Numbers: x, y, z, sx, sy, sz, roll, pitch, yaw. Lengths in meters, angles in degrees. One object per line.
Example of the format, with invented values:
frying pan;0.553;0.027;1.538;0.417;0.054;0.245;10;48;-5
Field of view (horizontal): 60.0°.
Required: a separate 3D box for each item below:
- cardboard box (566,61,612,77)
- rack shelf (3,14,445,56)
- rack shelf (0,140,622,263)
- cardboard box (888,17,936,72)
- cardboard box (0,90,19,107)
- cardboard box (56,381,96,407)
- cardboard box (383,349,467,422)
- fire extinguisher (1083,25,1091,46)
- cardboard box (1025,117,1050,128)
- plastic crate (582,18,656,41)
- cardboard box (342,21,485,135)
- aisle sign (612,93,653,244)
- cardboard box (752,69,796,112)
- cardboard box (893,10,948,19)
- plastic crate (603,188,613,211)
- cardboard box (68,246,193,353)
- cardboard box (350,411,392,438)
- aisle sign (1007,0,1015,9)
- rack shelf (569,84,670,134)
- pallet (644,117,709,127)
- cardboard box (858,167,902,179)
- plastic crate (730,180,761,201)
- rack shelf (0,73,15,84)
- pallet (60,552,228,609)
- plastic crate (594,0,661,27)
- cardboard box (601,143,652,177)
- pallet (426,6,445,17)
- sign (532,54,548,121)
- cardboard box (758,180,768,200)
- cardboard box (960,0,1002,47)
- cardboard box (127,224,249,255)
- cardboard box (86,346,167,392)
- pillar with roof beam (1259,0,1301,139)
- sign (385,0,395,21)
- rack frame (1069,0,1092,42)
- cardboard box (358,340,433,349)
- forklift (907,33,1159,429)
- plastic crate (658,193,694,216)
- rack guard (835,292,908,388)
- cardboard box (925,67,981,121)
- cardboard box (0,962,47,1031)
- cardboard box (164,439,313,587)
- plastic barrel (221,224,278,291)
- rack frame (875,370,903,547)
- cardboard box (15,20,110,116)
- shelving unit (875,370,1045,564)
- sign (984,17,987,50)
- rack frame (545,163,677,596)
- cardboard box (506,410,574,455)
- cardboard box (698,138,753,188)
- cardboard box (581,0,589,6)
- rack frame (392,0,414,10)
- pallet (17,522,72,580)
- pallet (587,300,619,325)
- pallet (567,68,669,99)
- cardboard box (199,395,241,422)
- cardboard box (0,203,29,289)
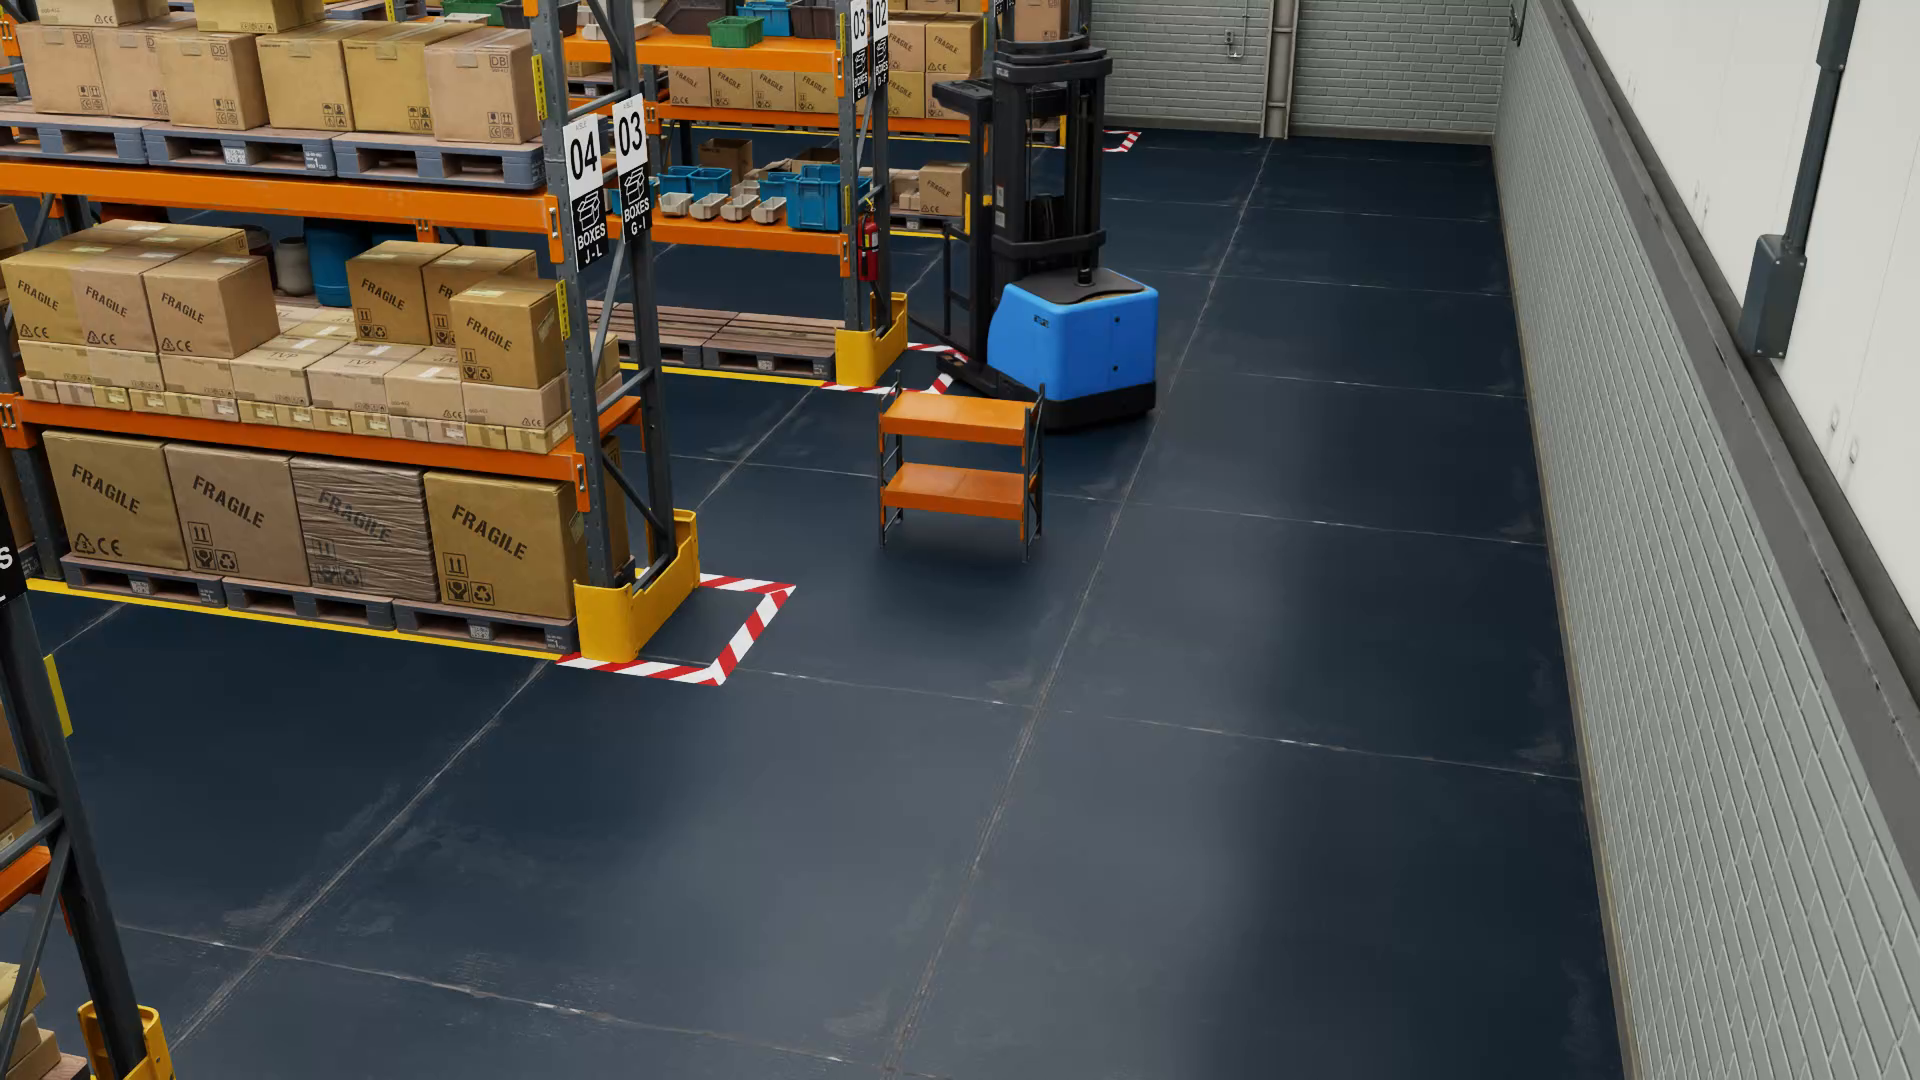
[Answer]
cardboard box;-4.529;-5.842;19.809;0.500;0.500;0.700;11;27;21
rack shelf;-6.618;-4.599;15.149;4.000;0.370;1.077;6;26;13
rack shelf;-3.978;-2.108;9.918;4.000;0.370;1.077;6;26;13
cardboard box;-0.559;-5.472;18.356;0.500;0.500;0.500;7;26;14
cardboard box;-12.177;-5.577;21.694;0.500;0.500;0.500;6;26;13
cardboard box;-5.457;-0.981;10.496;0.250;0.149;0.380;5;26;11
cardboard box;-3.067;-0.927;9.918;0.500;0.250;0.500;6;26;12
fire extinguisher;1.692;-6.640;22.612;0.183;0.674;0.296;6;26;13
cardboard box;0.958;-6.145;23.470;0.500;0.500;0.700;6;26;13
plastic crate;-2.870;-4.280;13.949;0.530;0.136;0.437;6;26;13
cardboard box;-3.072;-2.643;9.482;0.500;0.500;0.700;5;26;11
aisle sign;-1.896;-2.156;9.646;0.004;0.787;0.394;6;26;13
cardboard box;-2.037;-5.186;18.918;0.500;0.500;0.500;6;26;13
cardboard box;-0.442;-5.695;18.825;0.500;0.500;0.500;7;26;14
plastic crate;-3.248;-3.088;14.697;0.530;0.282;0.437;6;26;13
cardboard box;-5.039;-1.484;10.216;0.500;0.500;0.500;6;26;13
cardboard box;-3.457;-0.761;10.033;0.250;0.149;0.380;6;26;12
aisle sign;0.569;-6.277;18.303;0.004;0.787;0.394;6;26;13
rack shelf;-5.381;-5.306;20.124;4.000;0.370;1.077;6;26;13
pallet;-4.165;-6.401;24.832;1.213;0.211;1.003;6;26;13
cardboard box;-0.994;-4.229;19.712;0.500;0.250;0.500;6;26;13
plastic crate;-1.911;-3.140;14.974;0.298;0.136;0.250;6;26;13
rack shelf;-13.129;-6.162;21.923;4.000;0.370;1.077;6;26;13
pallet;-5.198;0.080;11.218;1.213;0.211;1.003;6;26;13
plastic crate;-2.877;-4.593;14.438;0.530;0.282;0.437;6;26;13
cardboard box;-3.993;-4.420;19.823;0.500;0.500;0.500;6;26;13
pallet;-8.015;-8.016;25.202;1.213;0.211;1.003;6;26;13
sign;-2.189;-2.359;8.669;0.005;0.325;0.100;6;26;13
cardboard box;-2.251;-4.113;19.565;0.250;0.166;0.380;6;26;13
cardboard box;0.457;-7.310;23.148;0.700;0.700;0.980;6;26;13
cardboard box;-4.919;-1.705;10.679;0.500;0.500;0.500;7;26;14
cardboard box;-5.044;-1.145;10.375;0.500;0.250;0.500;6;26;13
pillar with roof beam;3.419;-8.039;18.048;0.400;9.000;9.100;6;26;13
sign;-4.820;-4.484;14.062;0.005;0.325;0.100;6;26;13
rack frame;1.660;-7.051;22.953;0.127;3.000;1.000;6;26;13
cardboard box;-3.429;-1.203;10.498;0.500;0.250;0.500;5;26;11
forklift;0.448;-2.806;14.116;1.130;2.935;3.031;-14;29;-27
plastic crate;-2.486;-2.927;14.528;0.250;0.136;0.298;6;26;13
rack guard;-0.781;-1.801;14.833;0.348;0.500;1.175;6;26;13
cardboard box;-0.071;-4.968;18.461;0.500;0.500;0.500;7;26;15
cardboard box;-3.797;1.821;6.454;0.250;0.149;0.380;5;26;11
cardboard box;-4.424;-0.323;10.804;0.875;0.875;0.875;6;26;13
plastic barrel;-6.983;-2.718;16.168;0.708;0.588;0.600;6;26;13
rack frame;-0.486;-0.562;11.503;0.032;1.125;0.500;6;26;13
cardboard box;-5.142;-2.868;9.956;0.500;0.500;0.700;5;26;10
shelving unit;0.007;-0.507;11.388;1.048;1.125;0.538;6;26;13
sign;0.273;-5.425;17.822;0.005;0.325;0.100;6;26;13
rack frame;-2.041;-0.865;9.958;0.127;3.000;1.000;6;26;13
cardboard box;-2.467;-0.652;9.805;0.250;0.149;0.380;7;26;14
cardboard box;-2.821;-4.544;20.082;0.500;0.500;0.500;6;26;13
cardboard box;-5.176;-7.878;24.203;0.500;0.500;0.500;7;26;15
rack frame;-4.681;-6.064;13.899;0.127;3.000;1.000;6;26;13
pallet;-6.681;-0.085;11.565;1.213;0.211;1.003;6;26;13
pallet;-3.959;-2.033;15.657;1.213;0.211;1.003;6;26;13
pallet;-4.190;-5.461;19.836;1.213;0.211;1.003;6;26;13
cardboard box;-4.455;-0.871;10.264;0.250;0.149;0.380;7;26;14
cardboard box;-6.535;-1.856;10.757;0.637;0.503;0.797;6;26;12
